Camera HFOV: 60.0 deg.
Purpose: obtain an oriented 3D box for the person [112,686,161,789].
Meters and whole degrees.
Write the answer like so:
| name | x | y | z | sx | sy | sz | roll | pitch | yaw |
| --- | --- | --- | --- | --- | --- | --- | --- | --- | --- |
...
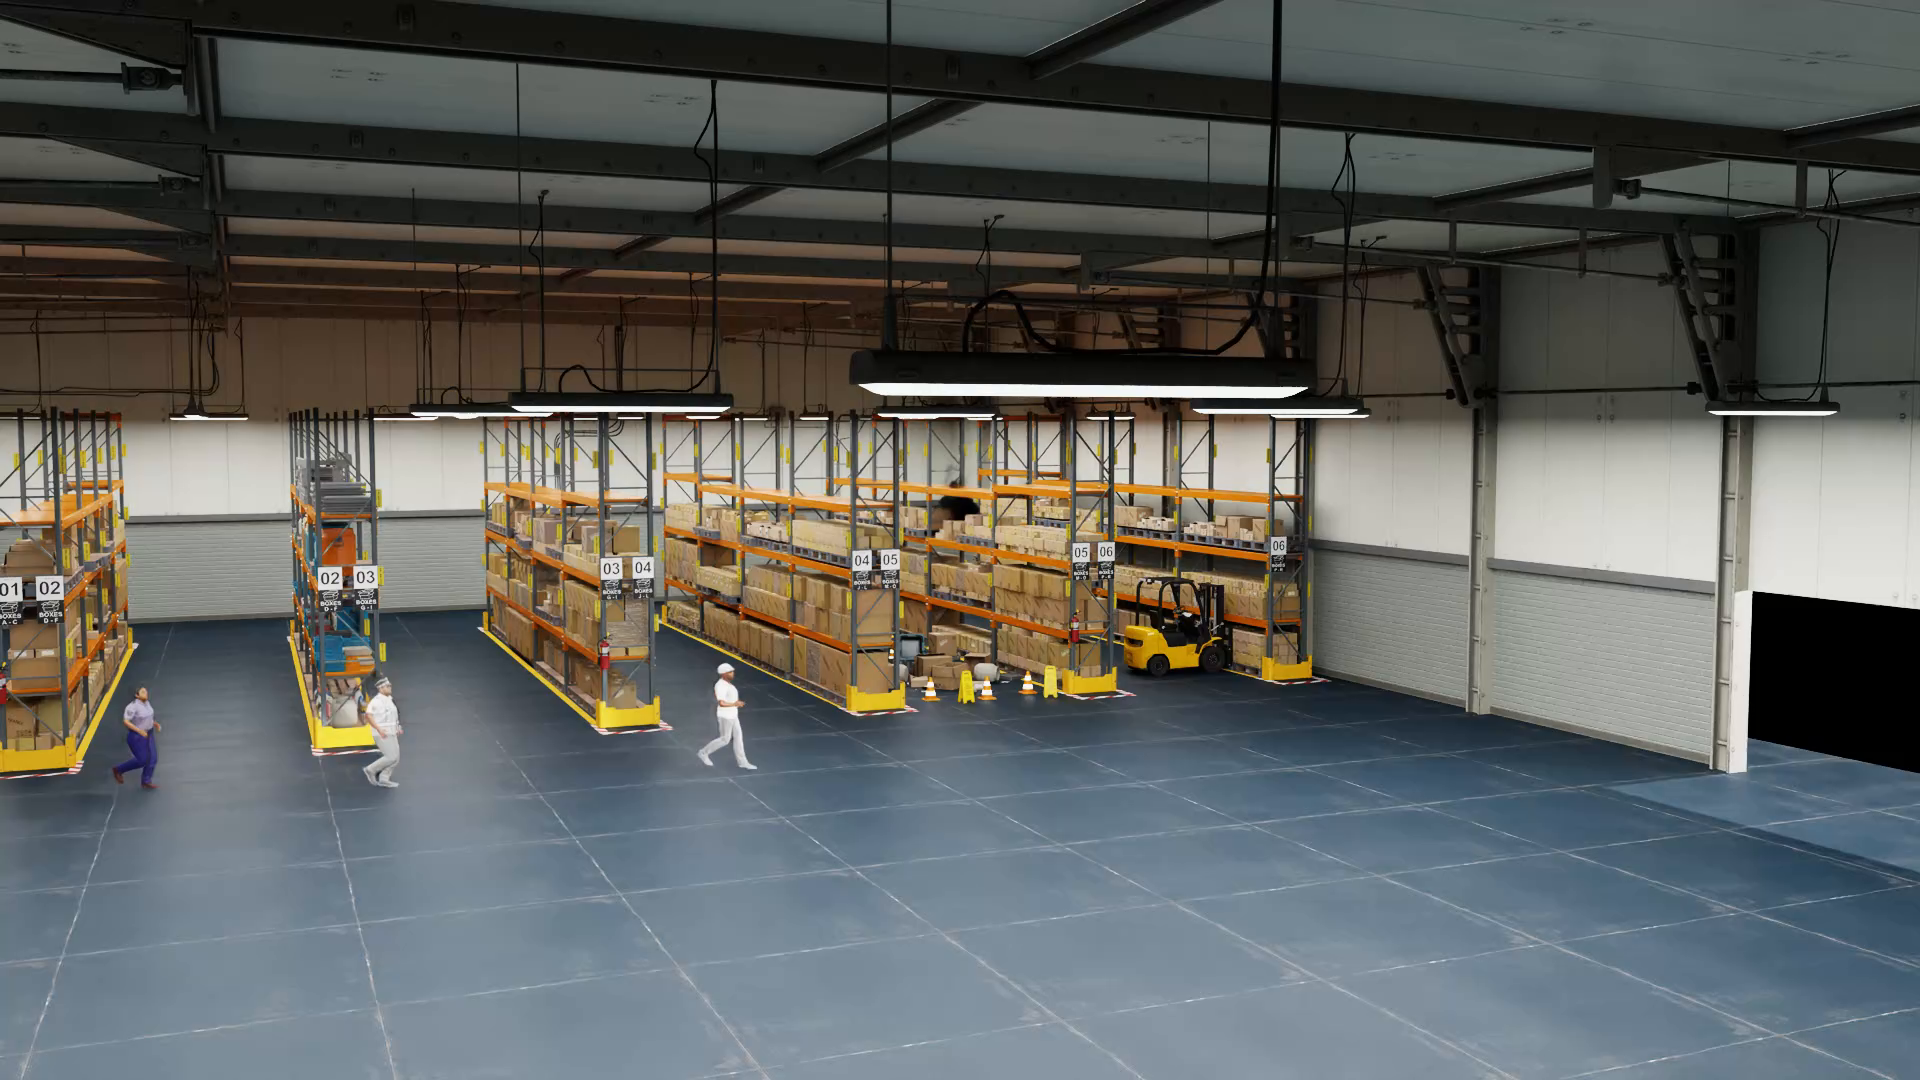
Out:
| name | x | y | z | sx | sy | sz | roll | pitch | yaw |
| --- | --- | --- | --- | --- | --- | --- | --- | --- | --- |
| person | -12.920 | 3.101 | 26.128 | 0.655 | 1.630 | 0.587 | 0 | 4 | 7 |

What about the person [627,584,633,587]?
| name | x | y | z | sx | sy | sz | roll | pitch | yaw |
| --- | --- | --- | --- | --- | --- | --- | --- | --- | --- |
| person | -9.400 | 1.491 | 48.246 | 0.785 | 1.729 | 0.566 | 4 | 6 | 44 |

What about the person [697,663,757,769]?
| name | x | y | z | sx | sy | sz | roll | pitch | yaw |
| --- | --- | --- | --- | --- | --- | --- | --- | --- | --- |
| person | -3.835 | 2.907 | 27.336 | 0.972 | 1.765 | 0.701 | 0 | 4 | 4 |

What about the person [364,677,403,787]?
| name | x | y | z | sx | sy | sz | roll | pitch | yaw |
| --- | --- | --- | --- | --- | --- | --- | --- | --- | --- |
| person | -9.075 | 3.024 | 26.137 | 0.548 | 1.748 | 0.658 | 0 | 4 | 2 |
